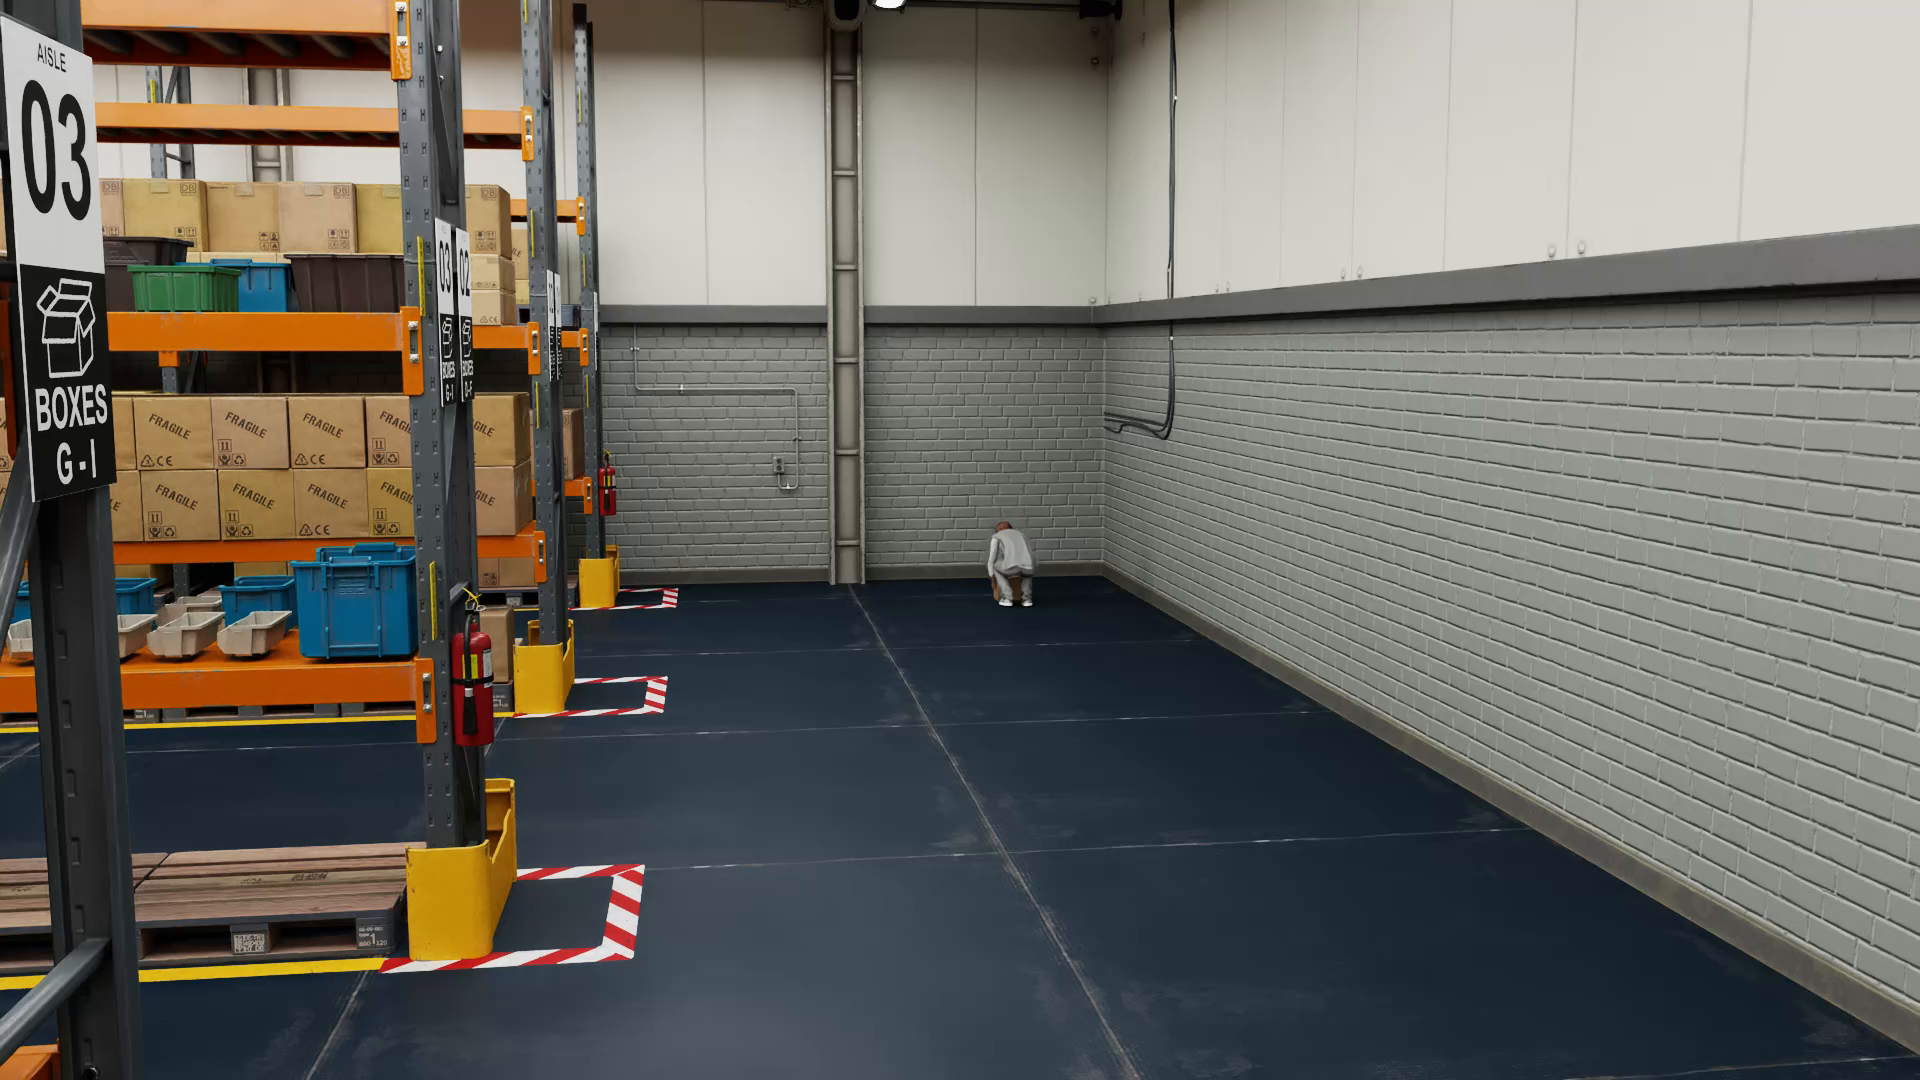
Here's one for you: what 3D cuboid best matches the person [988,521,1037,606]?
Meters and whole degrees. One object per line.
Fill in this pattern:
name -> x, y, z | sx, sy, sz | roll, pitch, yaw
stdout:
person -> 0.543, 0.257, 17.144 | 0.443, 0.829, 0.803 | -1, 7, -9
